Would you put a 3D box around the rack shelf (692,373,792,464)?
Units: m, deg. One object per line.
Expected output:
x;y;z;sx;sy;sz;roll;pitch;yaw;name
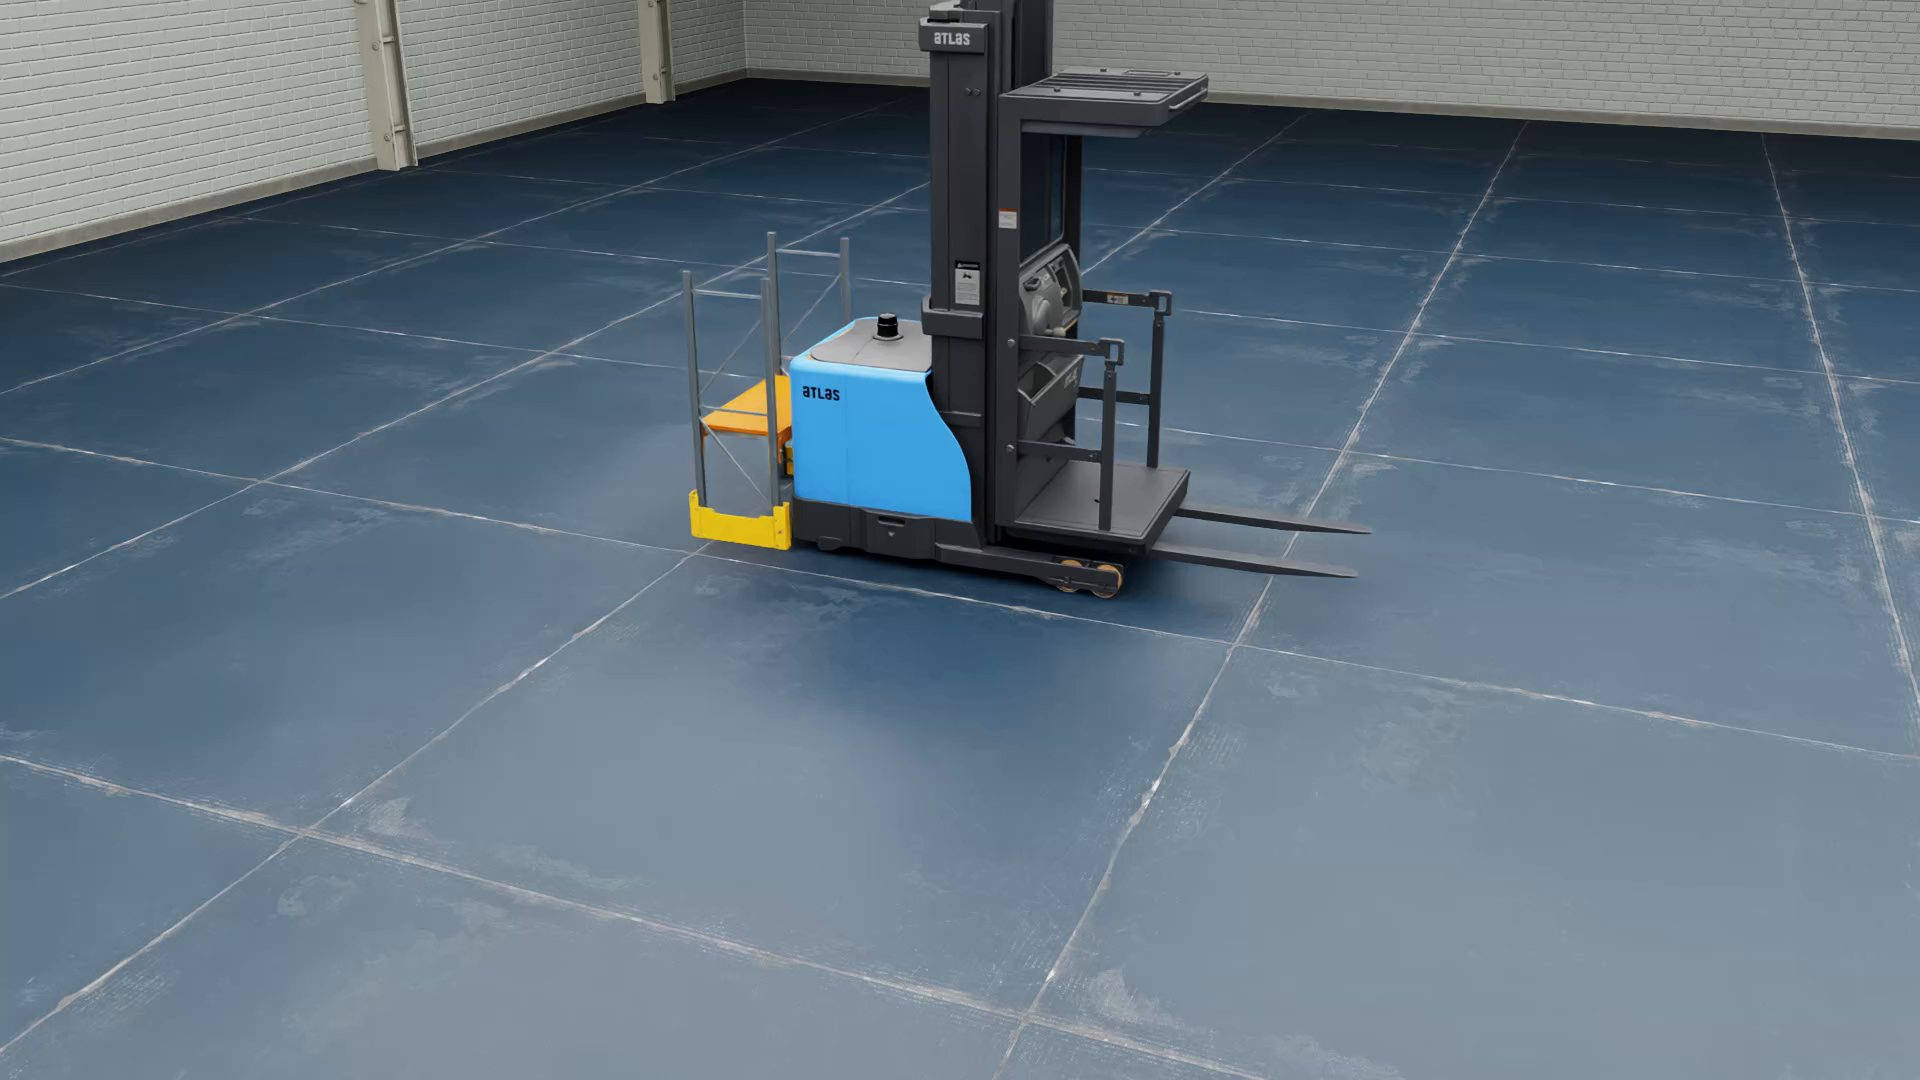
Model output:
-1.046;-0.708;9.464;0.538;0.185;1.000;8;24;18;rack shelf

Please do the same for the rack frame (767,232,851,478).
-0.874;-1.058;9.836;0.500;1.500;0.032;8;24;18;rack frame

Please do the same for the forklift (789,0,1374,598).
0.656;-1.287;8.527;3.031;2.935;1.130;8;24;19;forklift

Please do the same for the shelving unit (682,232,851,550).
-1.049;-0.871;9.387;0.587;1.500;1.083;8;24;18;shelving unit

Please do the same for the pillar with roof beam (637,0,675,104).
-0.534;-10.162;21.904;9.100;9.000;0.400;9;24;20;pillar with roof beam

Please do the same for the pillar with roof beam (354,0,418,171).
-2.762;-8.015;16.763;9.100;9.000;0.400;9;24;20;pillar with roof beam

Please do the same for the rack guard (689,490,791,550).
-1.217;-0.113;9.196;0.587;0.250;0.087;8;24;18;rack guard

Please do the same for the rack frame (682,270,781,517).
-1.219;-0.690;8.954;0.500;1.500;0.032;8;24;18;rack frame

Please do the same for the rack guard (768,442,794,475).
-0.879;-0.475;10.060;0.587;0.250;0.087;8;24;18;rack guard
